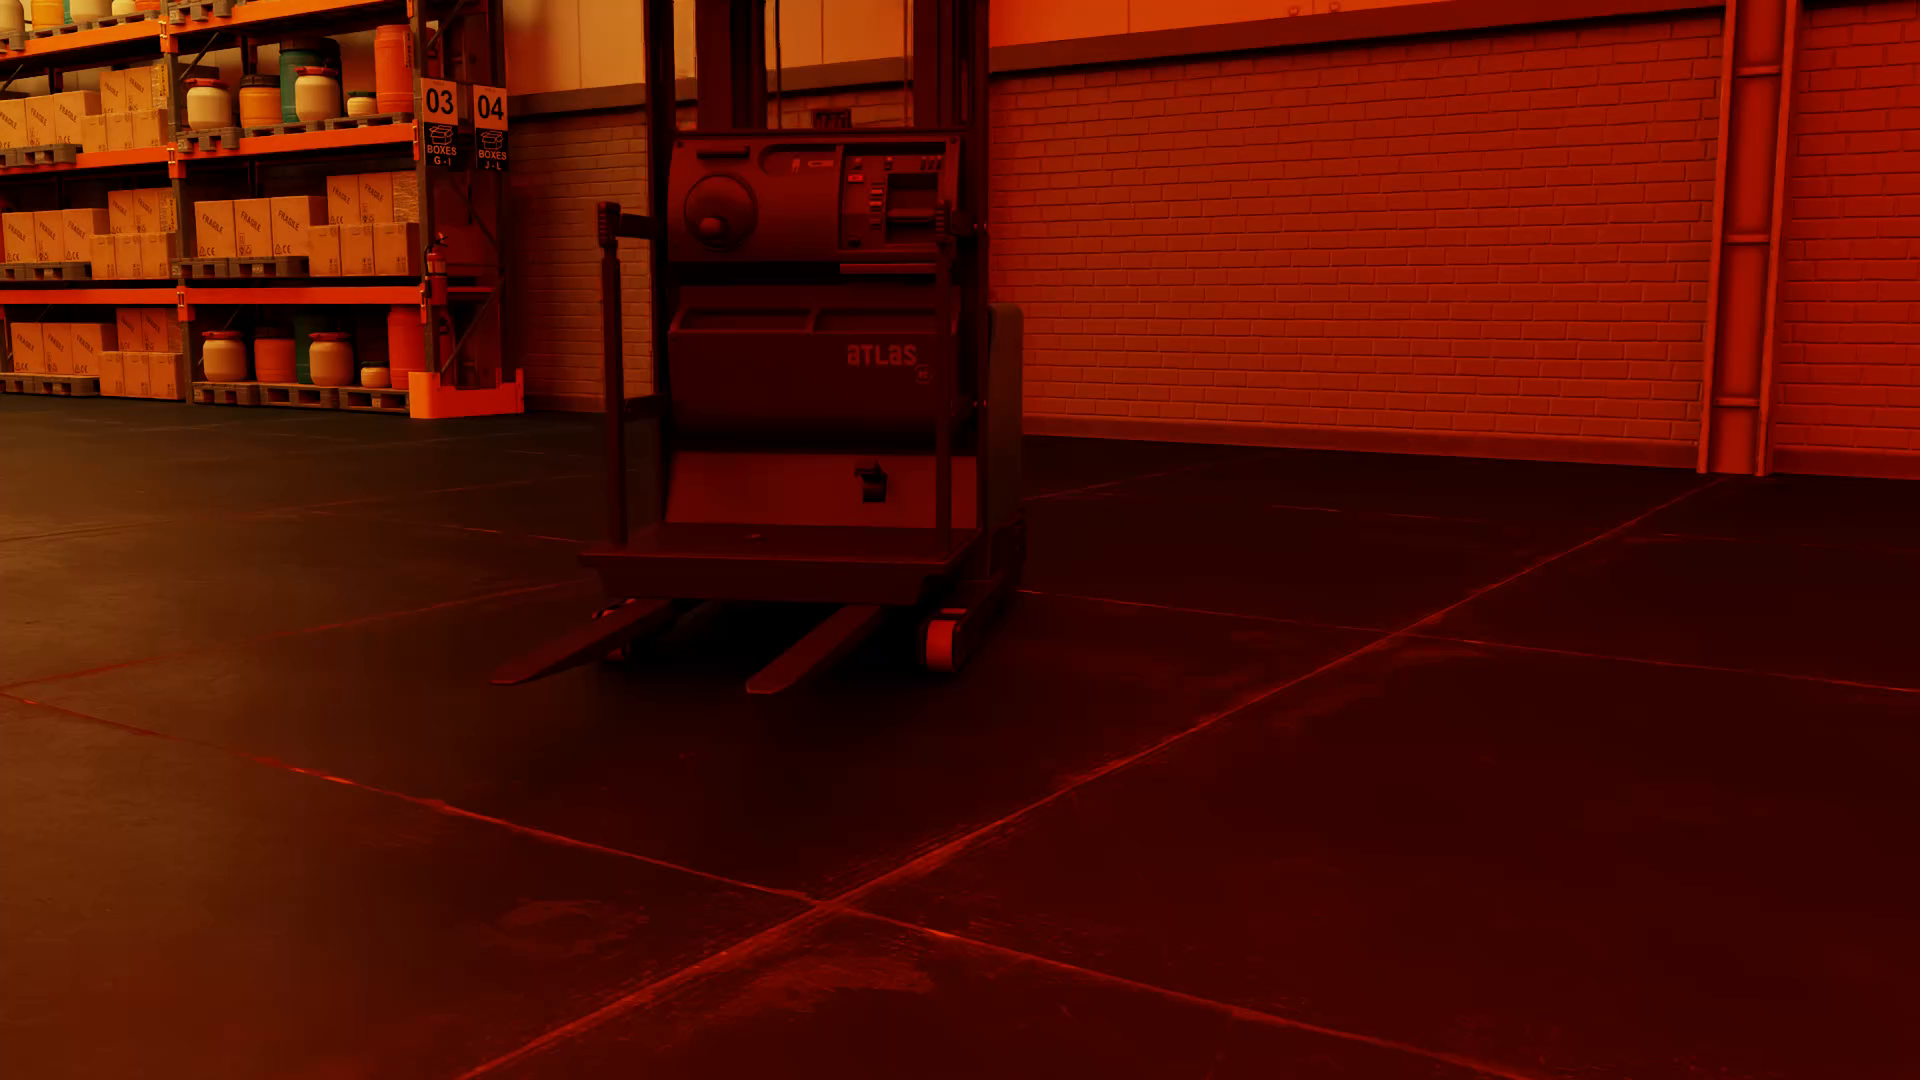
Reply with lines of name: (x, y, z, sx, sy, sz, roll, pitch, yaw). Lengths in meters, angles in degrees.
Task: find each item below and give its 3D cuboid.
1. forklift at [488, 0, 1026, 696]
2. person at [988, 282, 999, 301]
forklift: (-0.493, -1.112, 5.010, 1.130, 2.935, 3.031, 1, 8, 9)
person: (0.074, -0.880, 7.423, 0.579, 1.778, 0.698, 5, 10, 34)
